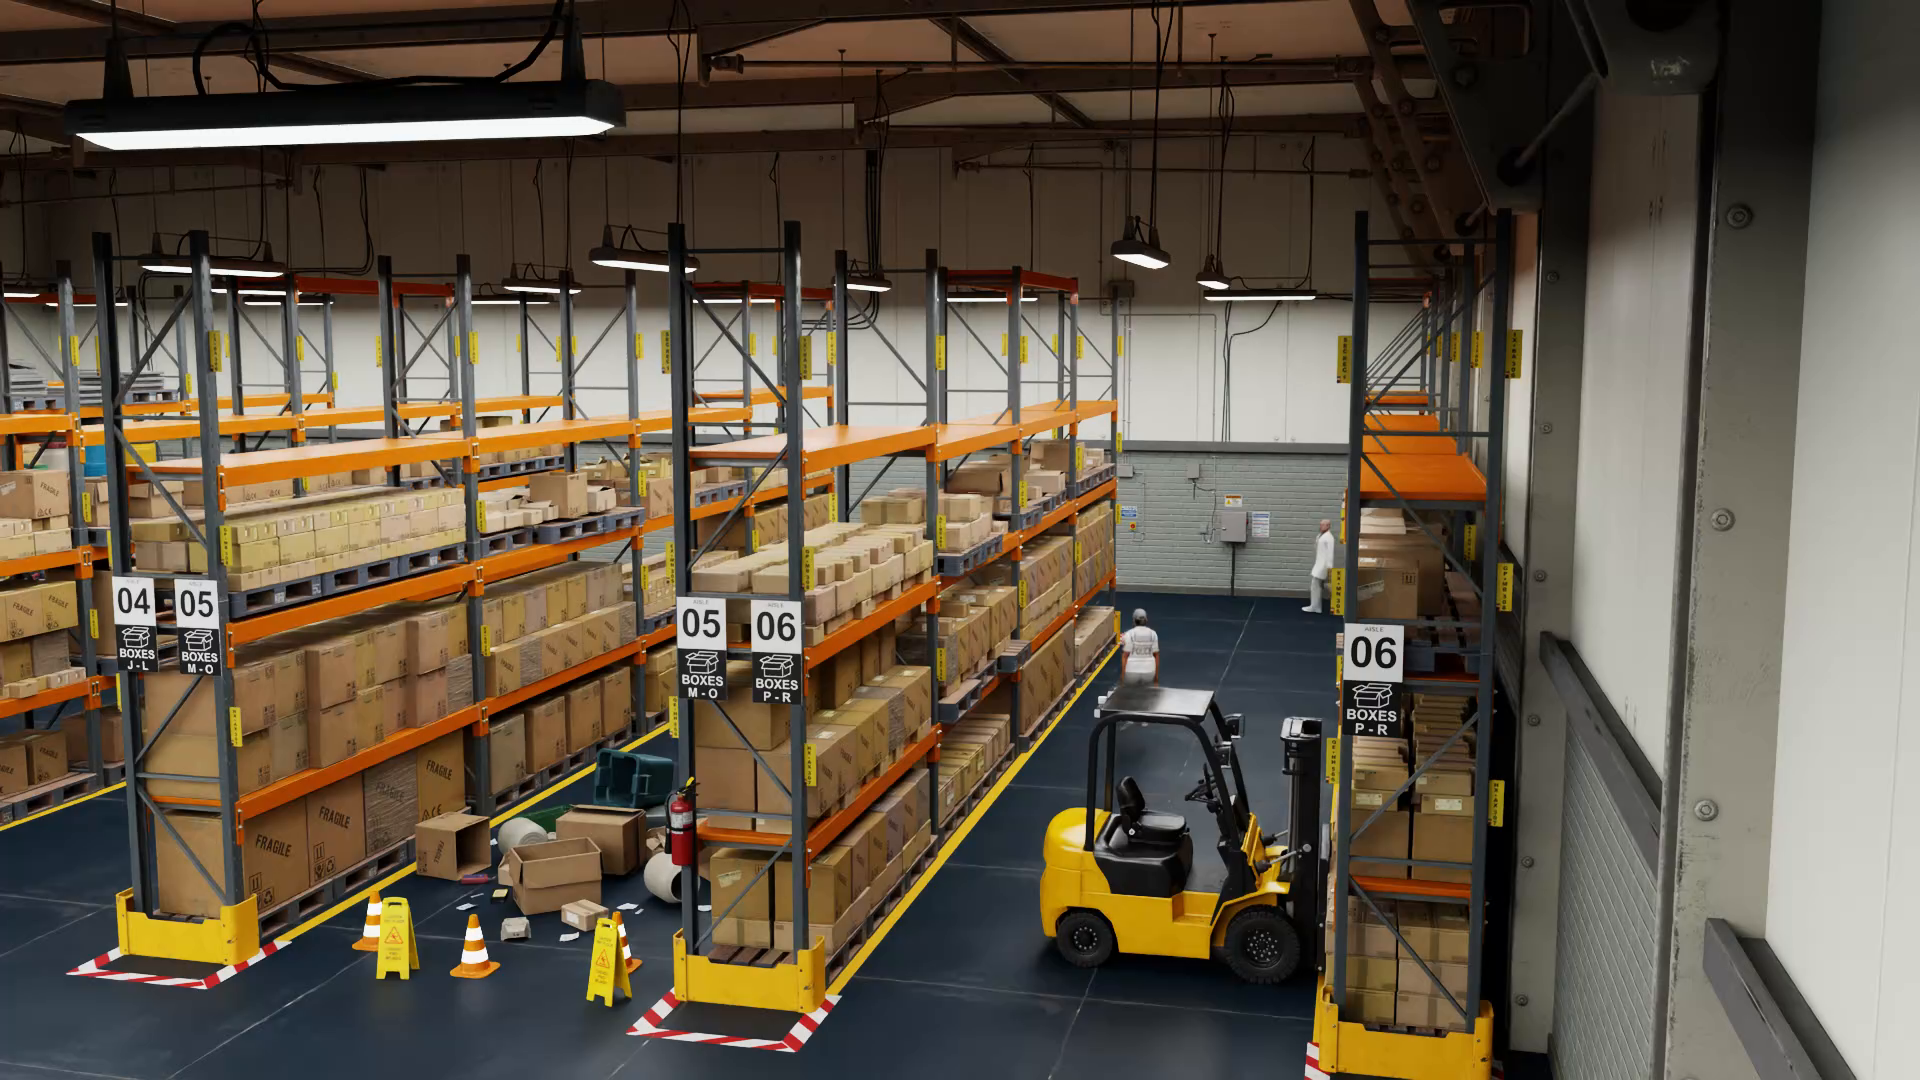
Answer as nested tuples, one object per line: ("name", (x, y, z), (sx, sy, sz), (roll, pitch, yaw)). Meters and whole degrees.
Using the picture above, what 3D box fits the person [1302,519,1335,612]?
("person", (6.883, 0.477, 31.205), (0.880, 1.755, 0.553), (1, 7, 10))

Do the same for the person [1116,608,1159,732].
("person", (2.237, 1.646, 20.958), (0.526, 1.581, 0.488), (-1, 7, -11))
